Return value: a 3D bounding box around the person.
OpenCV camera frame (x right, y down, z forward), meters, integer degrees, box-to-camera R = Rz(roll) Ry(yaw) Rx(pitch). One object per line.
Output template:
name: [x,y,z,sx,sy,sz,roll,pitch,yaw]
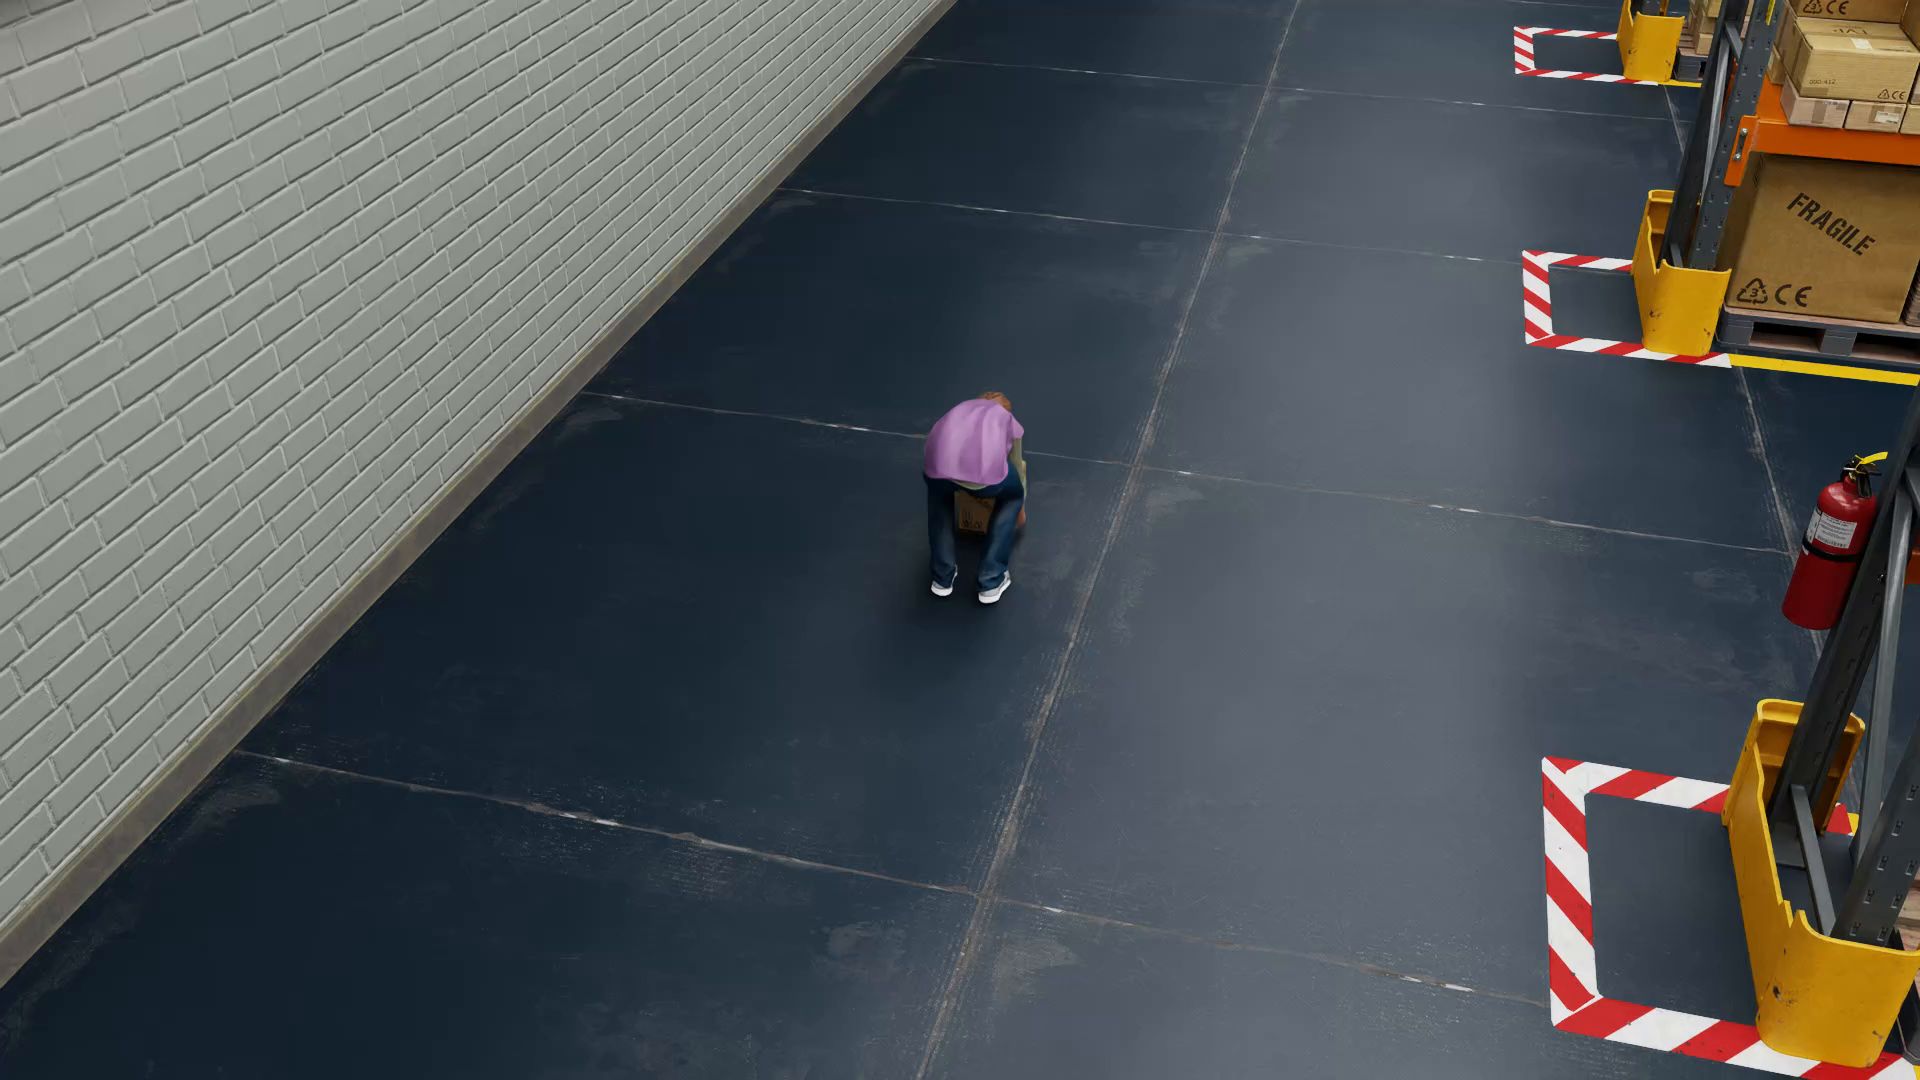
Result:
person: [0.060,-0.208,7.114,0.424,0.886,0.715,7,34,10]
